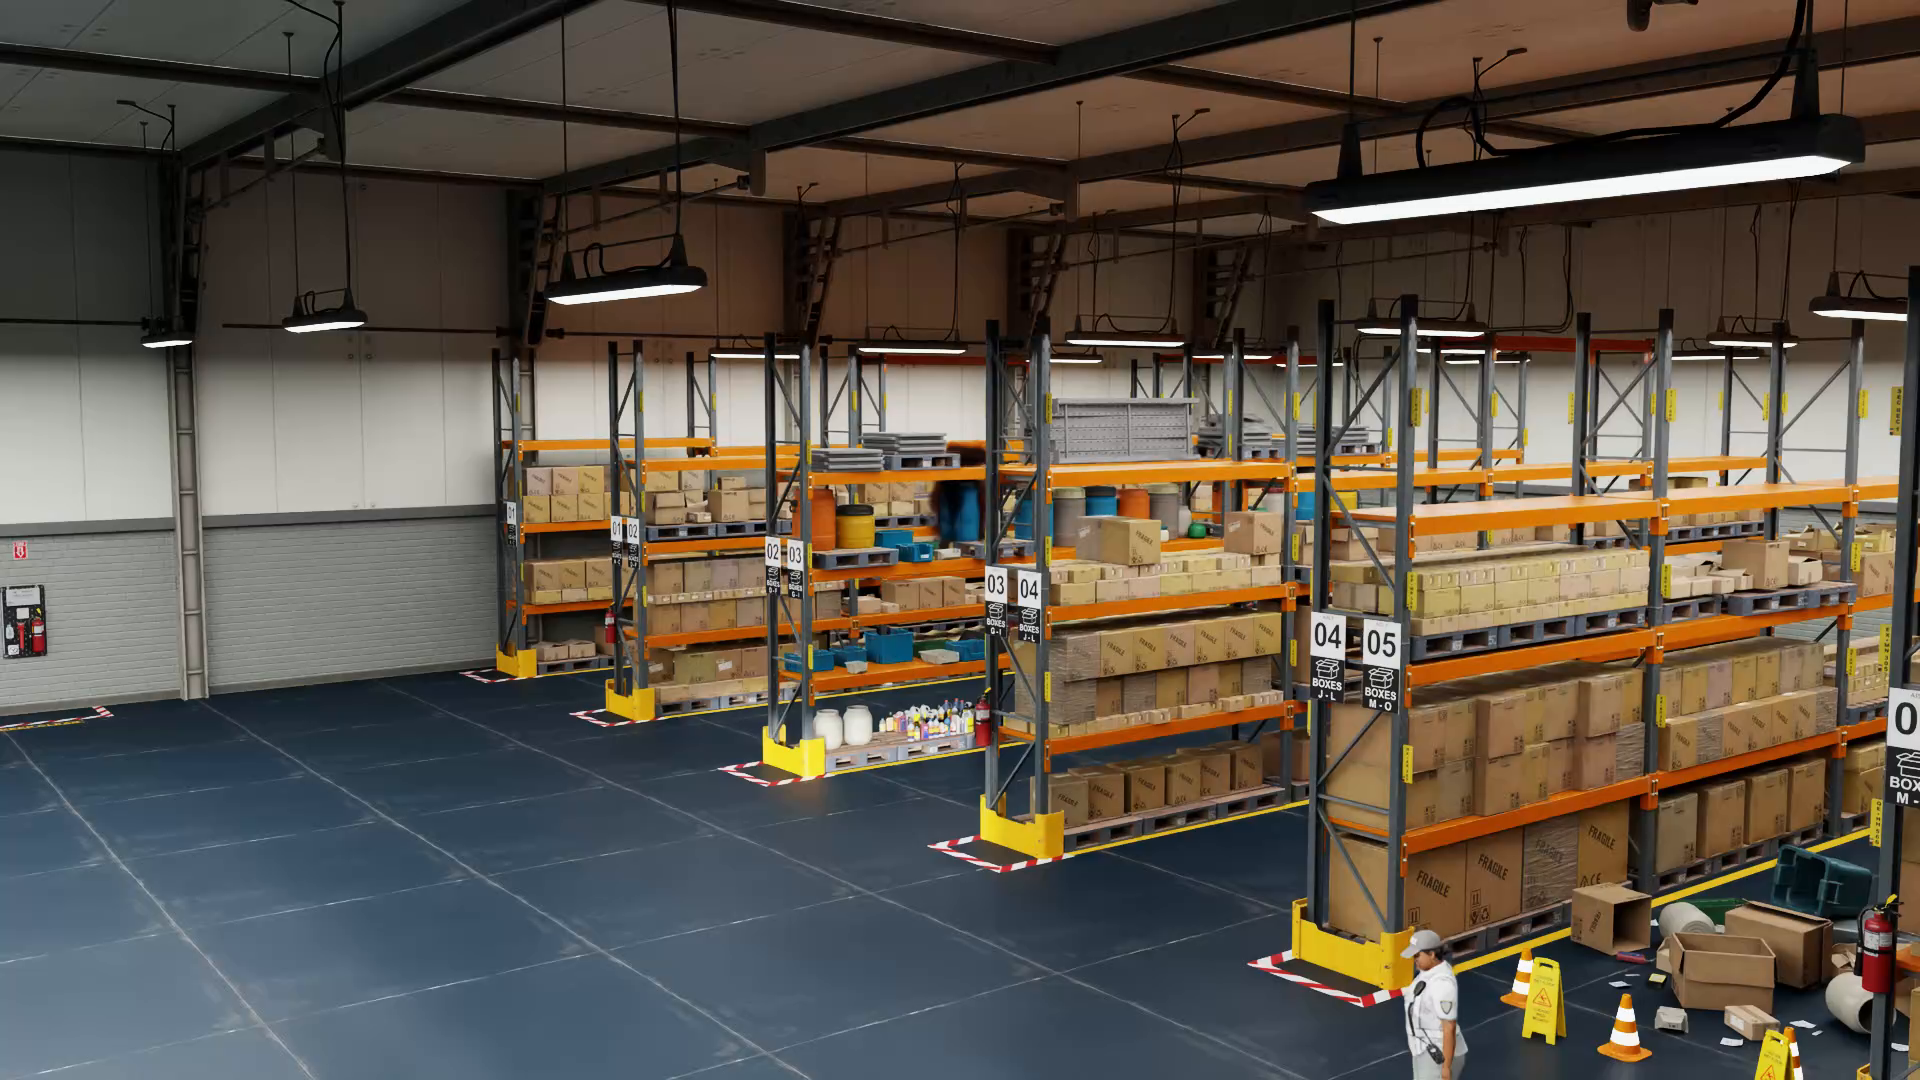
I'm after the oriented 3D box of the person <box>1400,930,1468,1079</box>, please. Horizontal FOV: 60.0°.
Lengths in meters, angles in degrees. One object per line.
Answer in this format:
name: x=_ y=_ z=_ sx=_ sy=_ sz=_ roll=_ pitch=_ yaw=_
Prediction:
person: x=3.094 y=3.385 z=10.900 sx=0.435 sy=1.659 sz=0.579 roll=1 pitch=5 yaw=8
